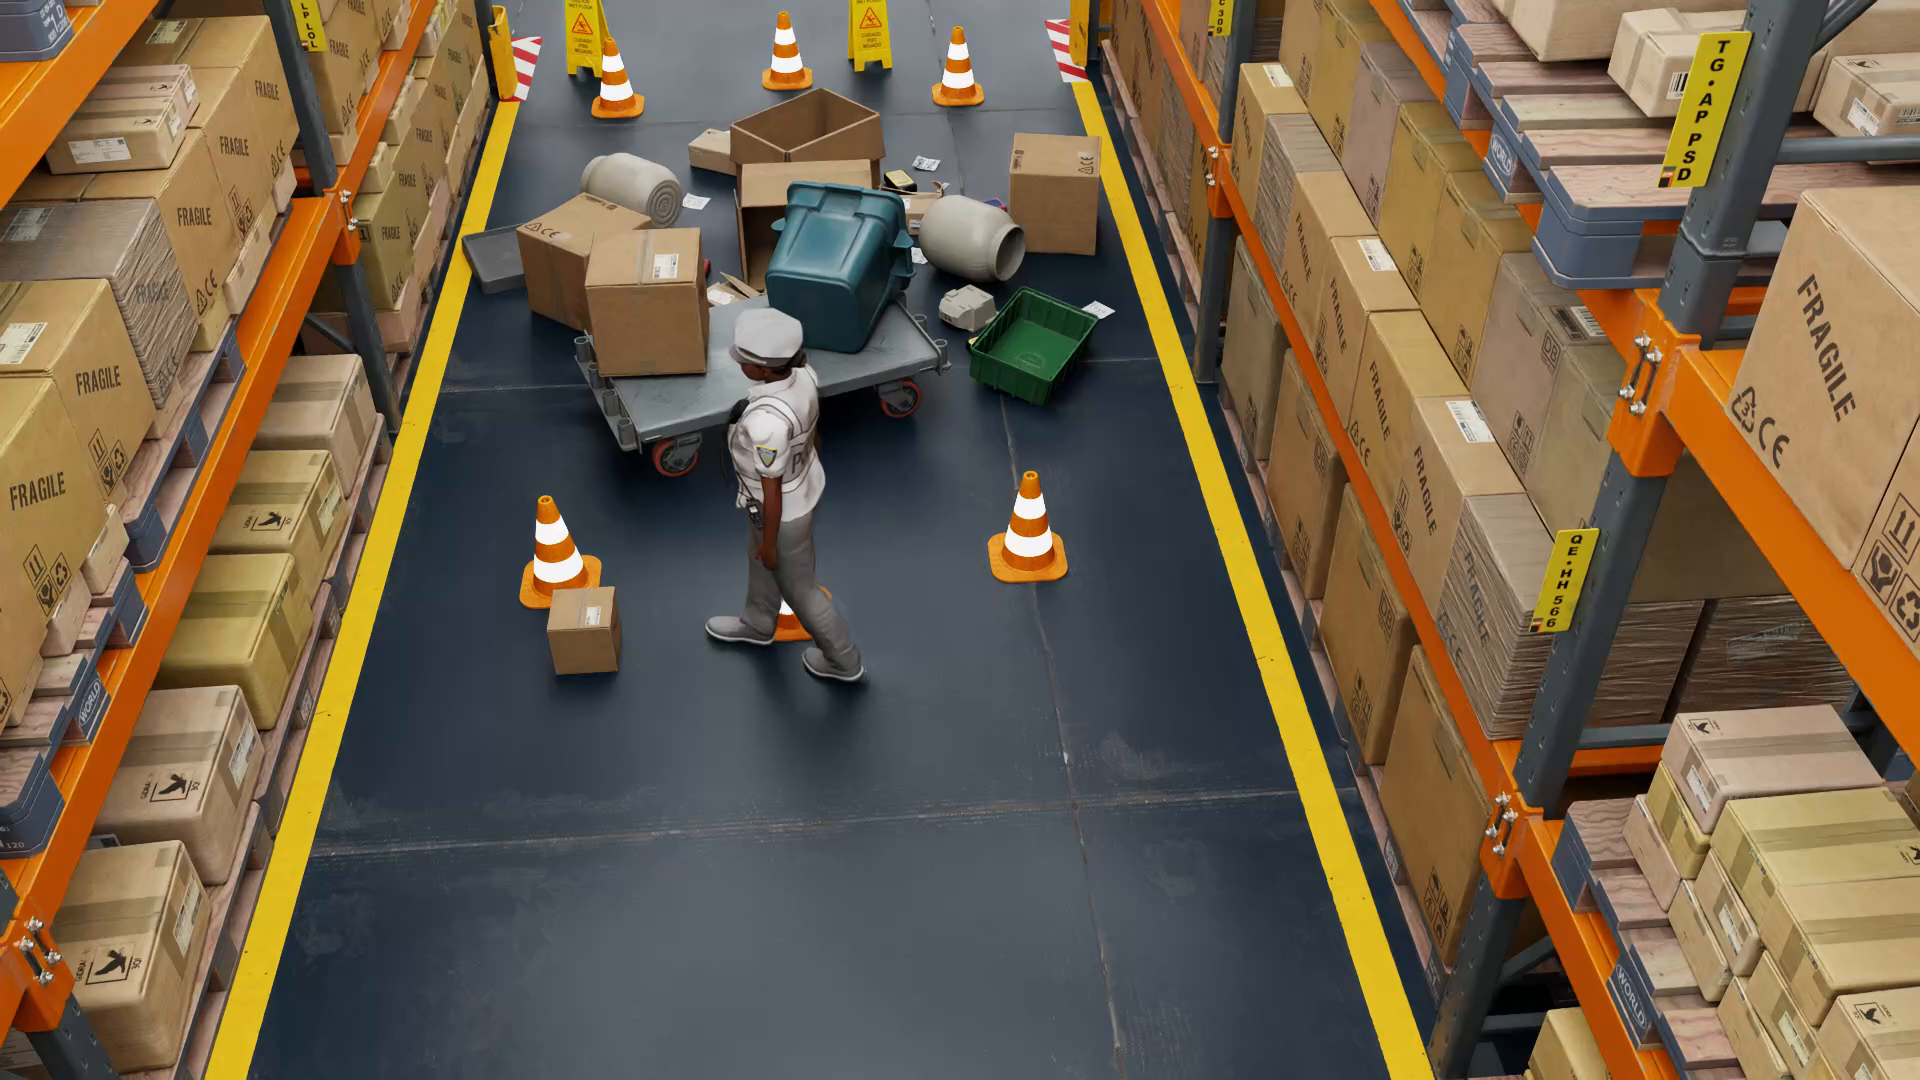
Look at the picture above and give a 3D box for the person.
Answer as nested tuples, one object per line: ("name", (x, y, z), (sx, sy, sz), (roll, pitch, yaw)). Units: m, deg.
("person", (-0.730, -0.154, 6.330), (0.710, 1.654, 0.479), (8, 40, 10))
